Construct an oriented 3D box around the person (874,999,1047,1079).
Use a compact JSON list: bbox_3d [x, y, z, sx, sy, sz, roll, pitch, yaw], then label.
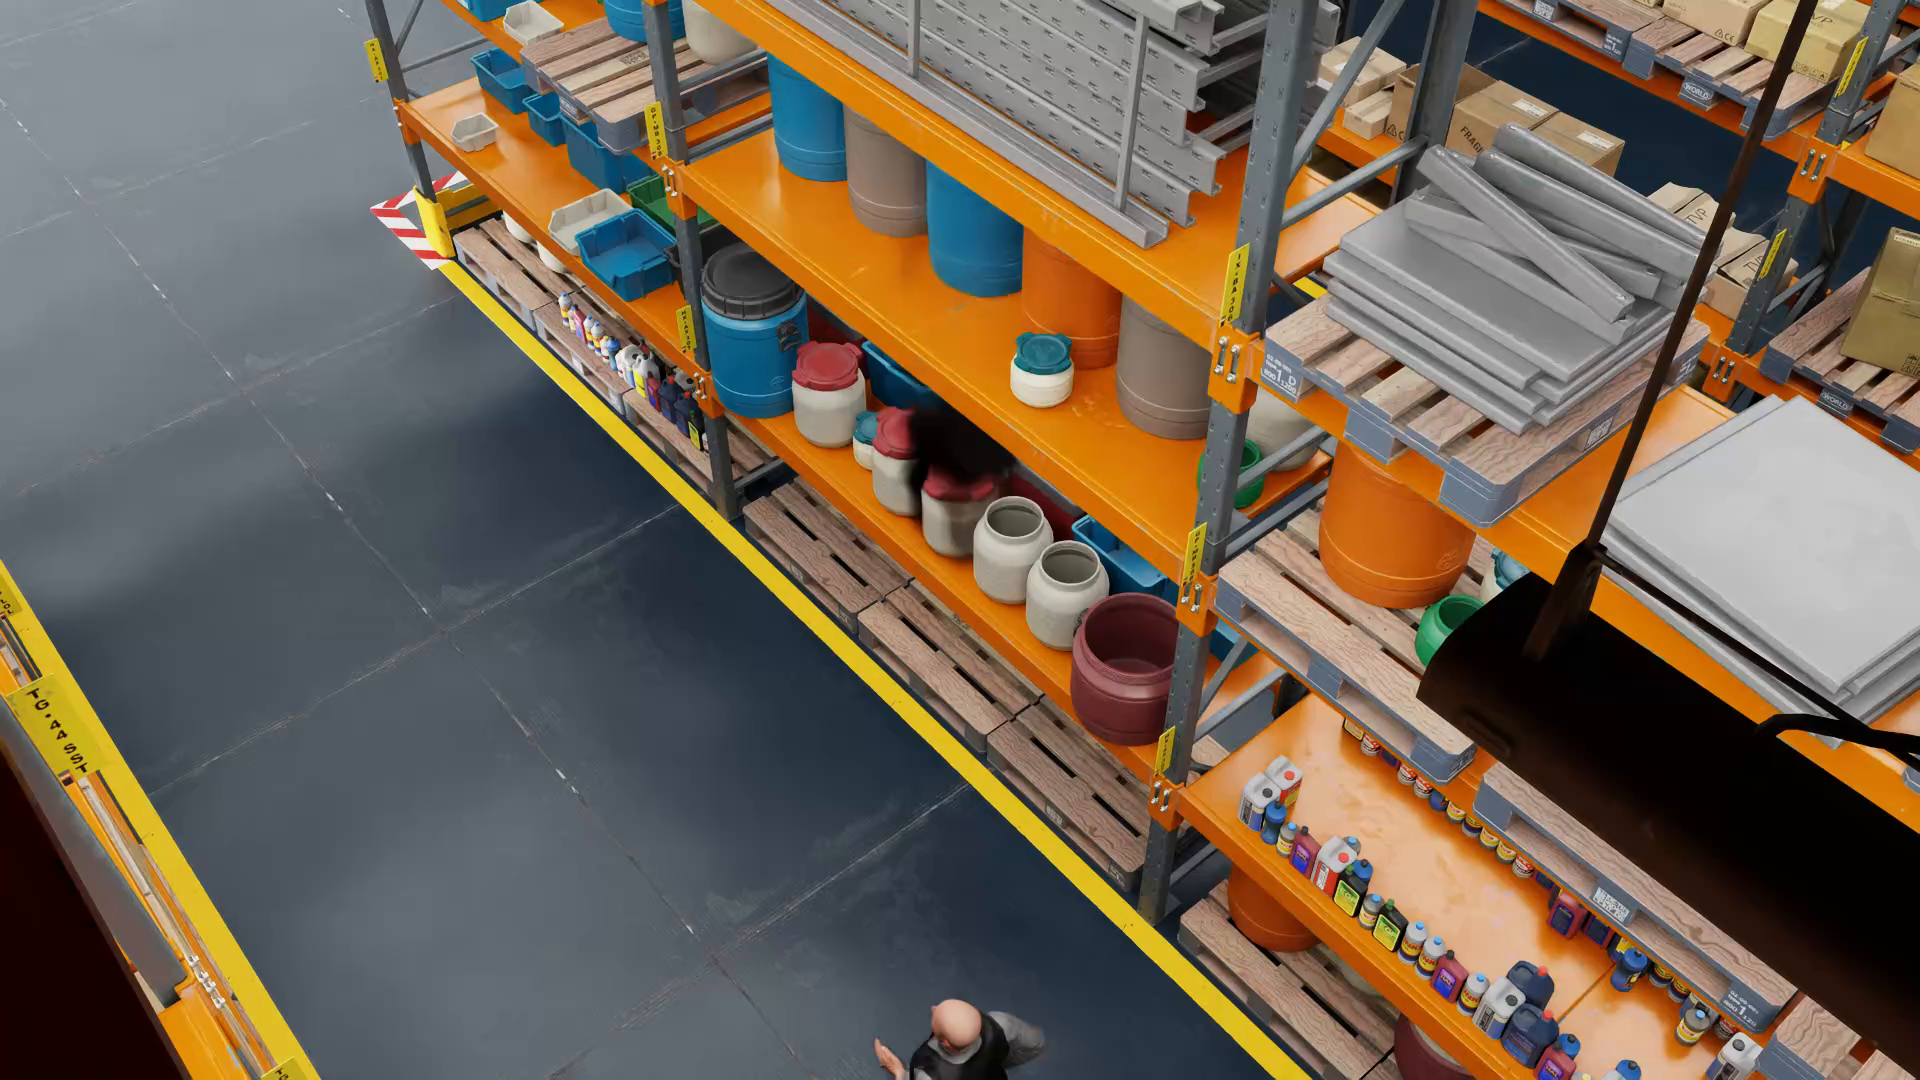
[{"bbox_3d":[-0.007,2.458,7.183,0.756,1.826,0.635,26,52,22],"label":"person"}]
